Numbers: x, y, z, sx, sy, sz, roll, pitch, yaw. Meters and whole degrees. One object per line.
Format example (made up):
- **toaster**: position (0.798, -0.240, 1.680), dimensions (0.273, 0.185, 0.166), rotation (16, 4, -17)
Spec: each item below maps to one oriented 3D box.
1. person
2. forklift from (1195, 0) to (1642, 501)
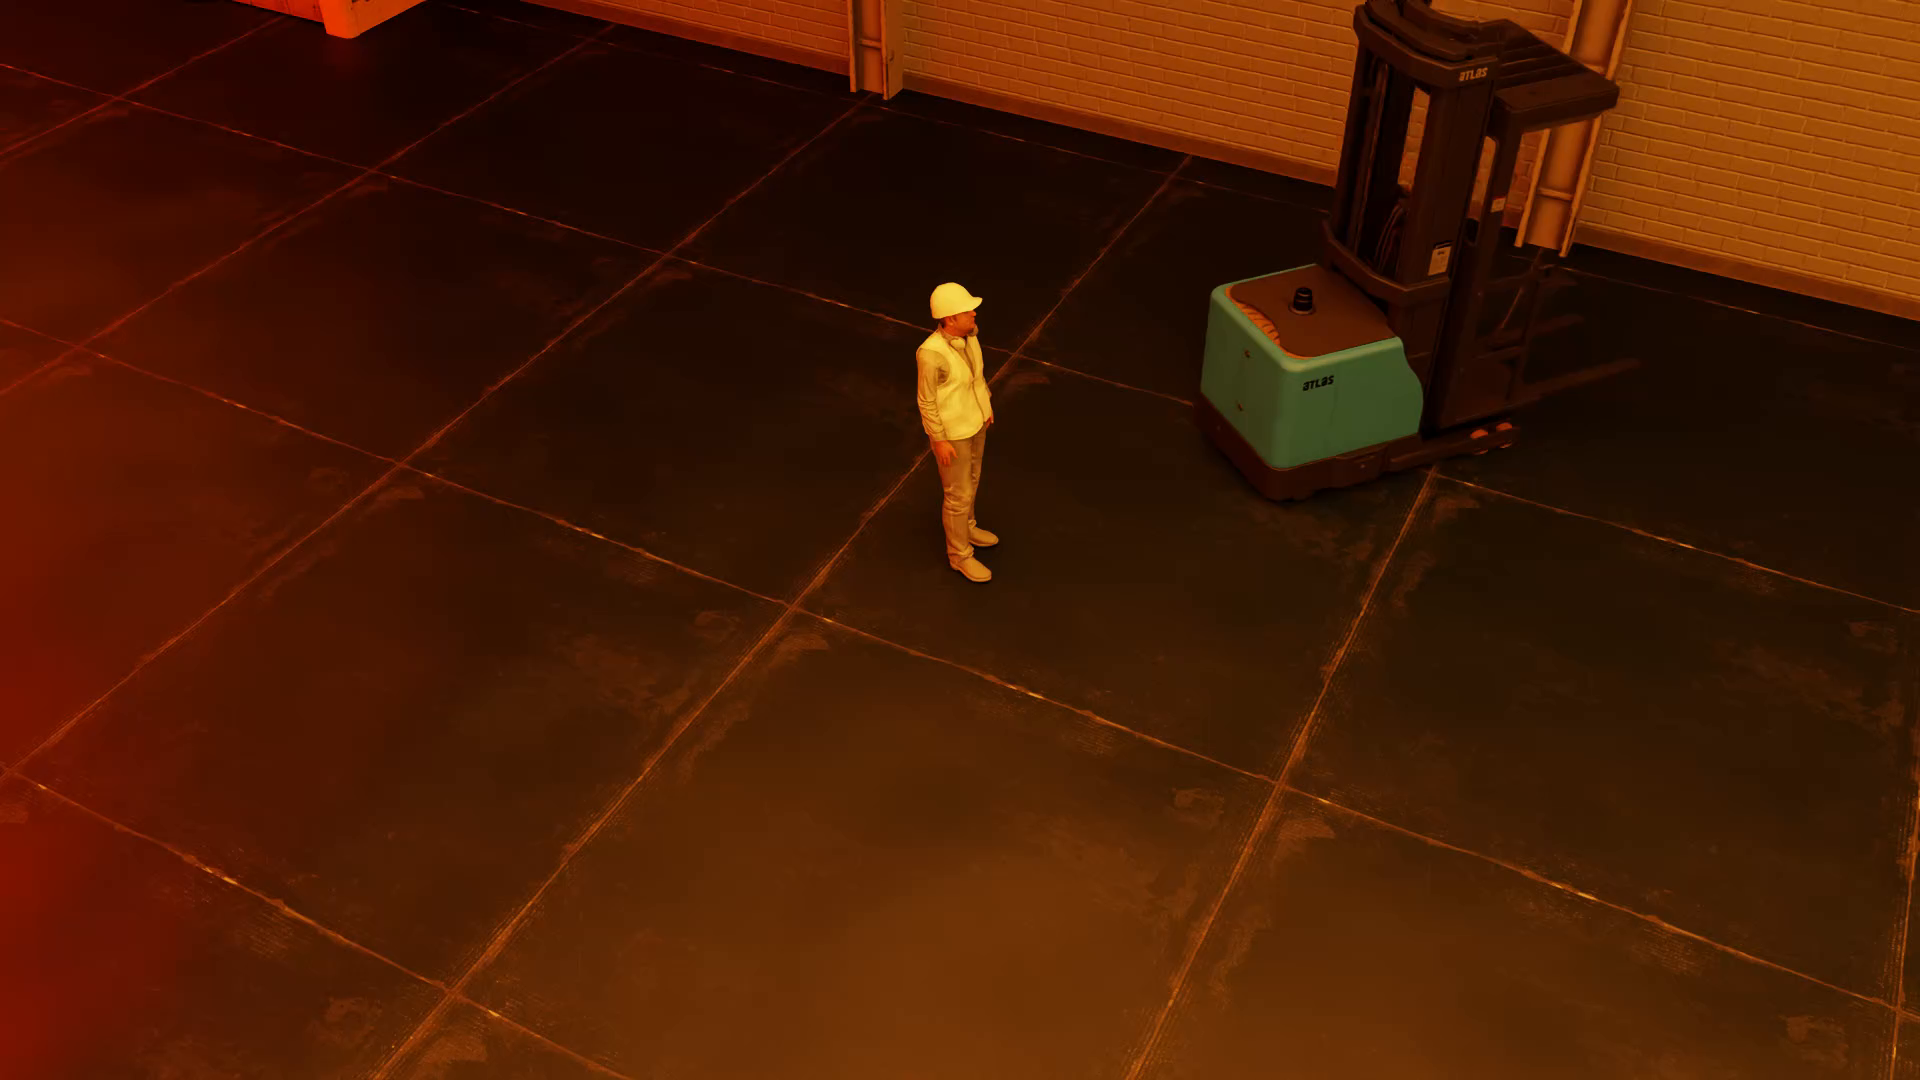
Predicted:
- **person**: position (0.051, -0.661, 9.658), dimensions (0.568, 1.773, 0.632), rotation (18, 43, 21)
- **forklift**: position (3.135, -1.980, 10.338), dimensions (3.031, 2.935, 1.130), rotation (-15, 42, -17)
